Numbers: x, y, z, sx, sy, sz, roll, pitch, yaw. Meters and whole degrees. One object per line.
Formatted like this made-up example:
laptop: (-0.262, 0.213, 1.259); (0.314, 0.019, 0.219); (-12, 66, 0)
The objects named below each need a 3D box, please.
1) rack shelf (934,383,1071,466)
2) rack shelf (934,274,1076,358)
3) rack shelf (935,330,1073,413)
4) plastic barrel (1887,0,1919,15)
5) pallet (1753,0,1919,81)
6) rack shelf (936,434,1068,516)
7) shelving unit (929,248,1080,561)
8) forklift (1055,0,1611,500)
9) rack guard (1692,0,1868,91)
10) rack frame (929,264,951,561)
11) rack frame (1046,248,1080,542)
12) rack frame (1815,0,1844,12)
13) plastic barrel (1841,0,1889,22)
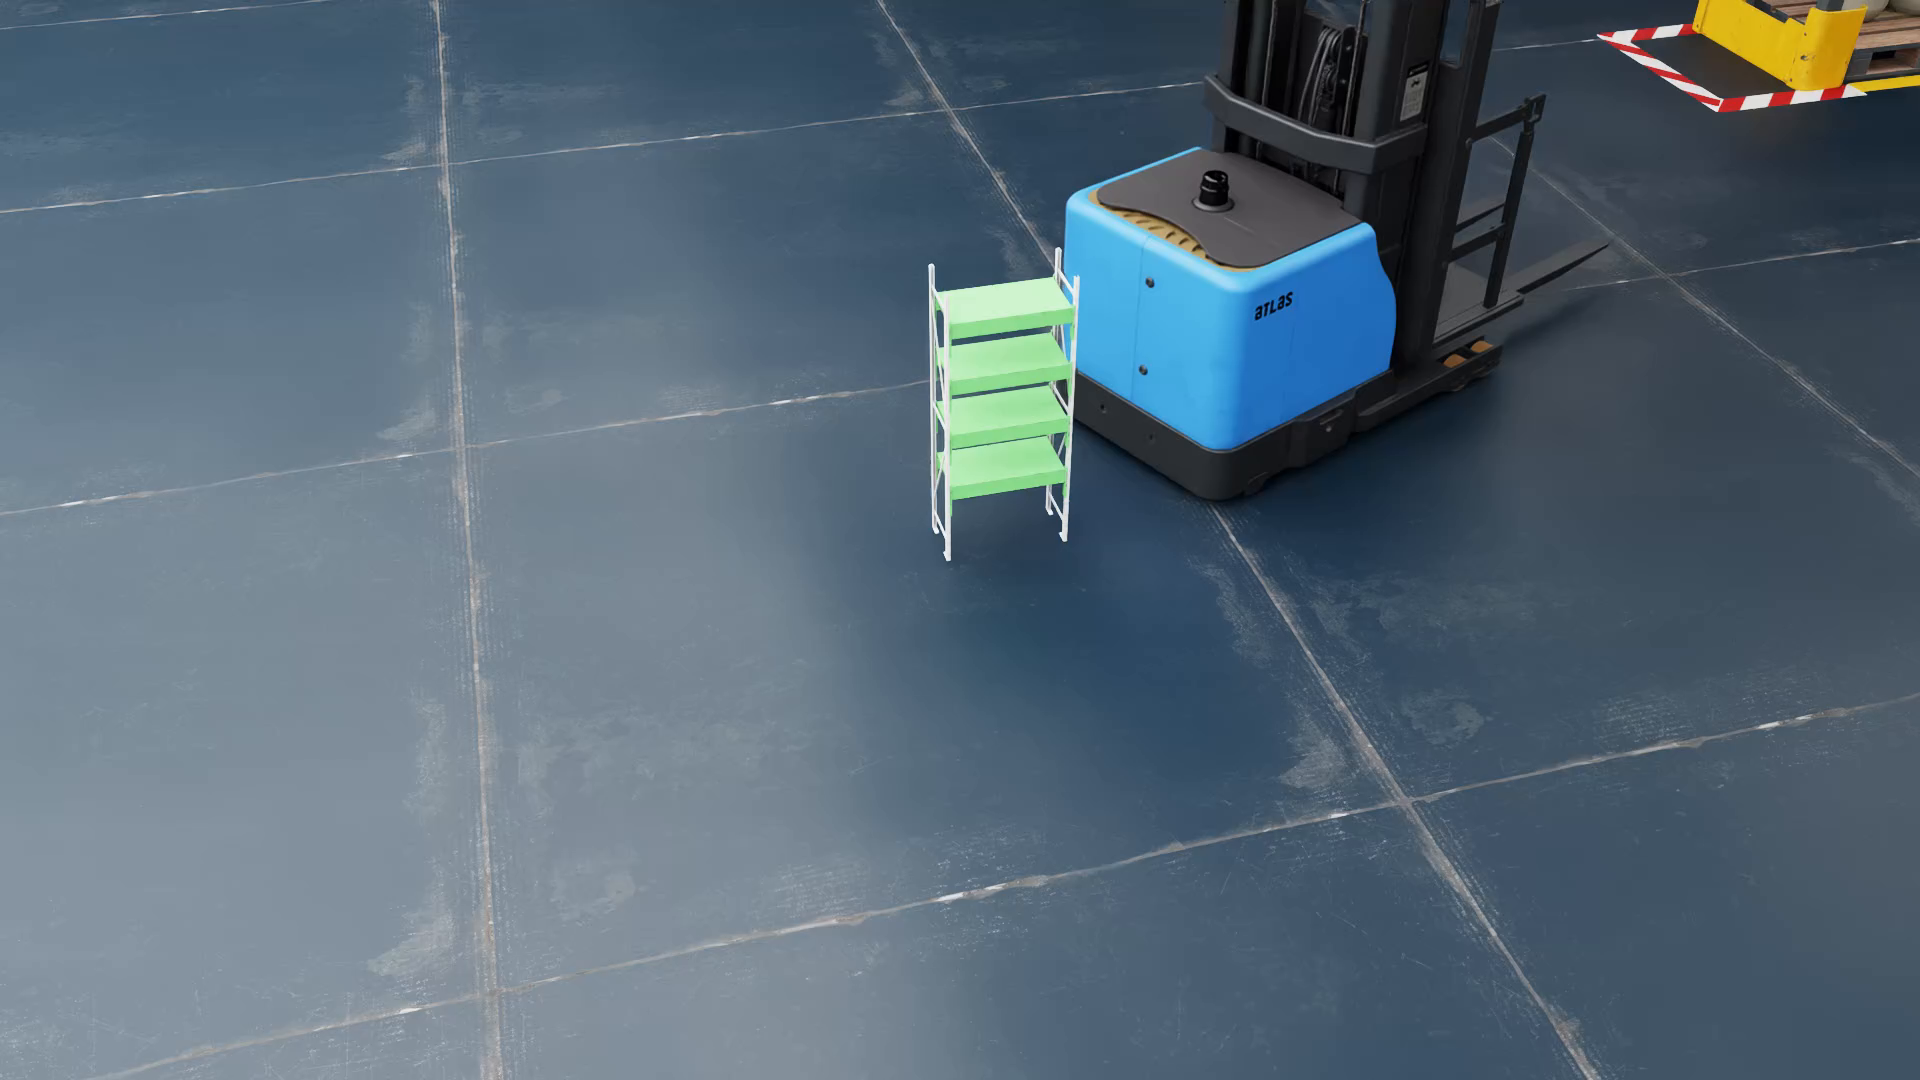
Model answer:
rack shelf: (0.160, -0.452, 6.459); (0.480, 0.148, 0.258); (-9, 38, -12)
rack shelf: (0.160, -0.833, 6.167); (0.480, 0.148, 0.258); (-9, 38, -12)
rack shelf: (0.160, -0.643, 6.313); (0.480, 0.148, 0.258); (-9, 38, -12)
plastic barrel: (6.309, -3.734, 10.865); (0.421, 0.512, 0.421); (0, 37, 0)
pallet: (6.056, -3.385, 11.001); (1.213, 0.211, 1.003); (-9, 38, -12)
rack shelf: (0.160, -0.261, 6.604); (0.480, 0.148, 0.258); (-9, 38, -12)
shelving unit: (0.160, -0.503, 6.420); (0.503, 1.200, 0.258); (-9, 38, -12)
forklift: (1.886, -2.071, 7.045); (3.031, 2.935, 1.130); (-26, 45, -30)
rack guard: (5.271, -3.374, 10.749); (0.348, 0.500, 1.175); (-9, 38, -12)
rack frame: (-0.076, -0.464, 6.369); (0.015, 1.200, 0.240); (-9, 38, -12)
rack frame: (0.395, -0.541, 6.470); (0.015, 1.200, 0.240); (-9, 38, -12)
rack frame: (5.209, -4.327, 9.938); (0.127, 3.000, 1.000); (-9, 38, -12)
plastic barrel: (5.825, -3.655, 10.761); (0.421, 0.512, 0.421); (0, 37, 0)
